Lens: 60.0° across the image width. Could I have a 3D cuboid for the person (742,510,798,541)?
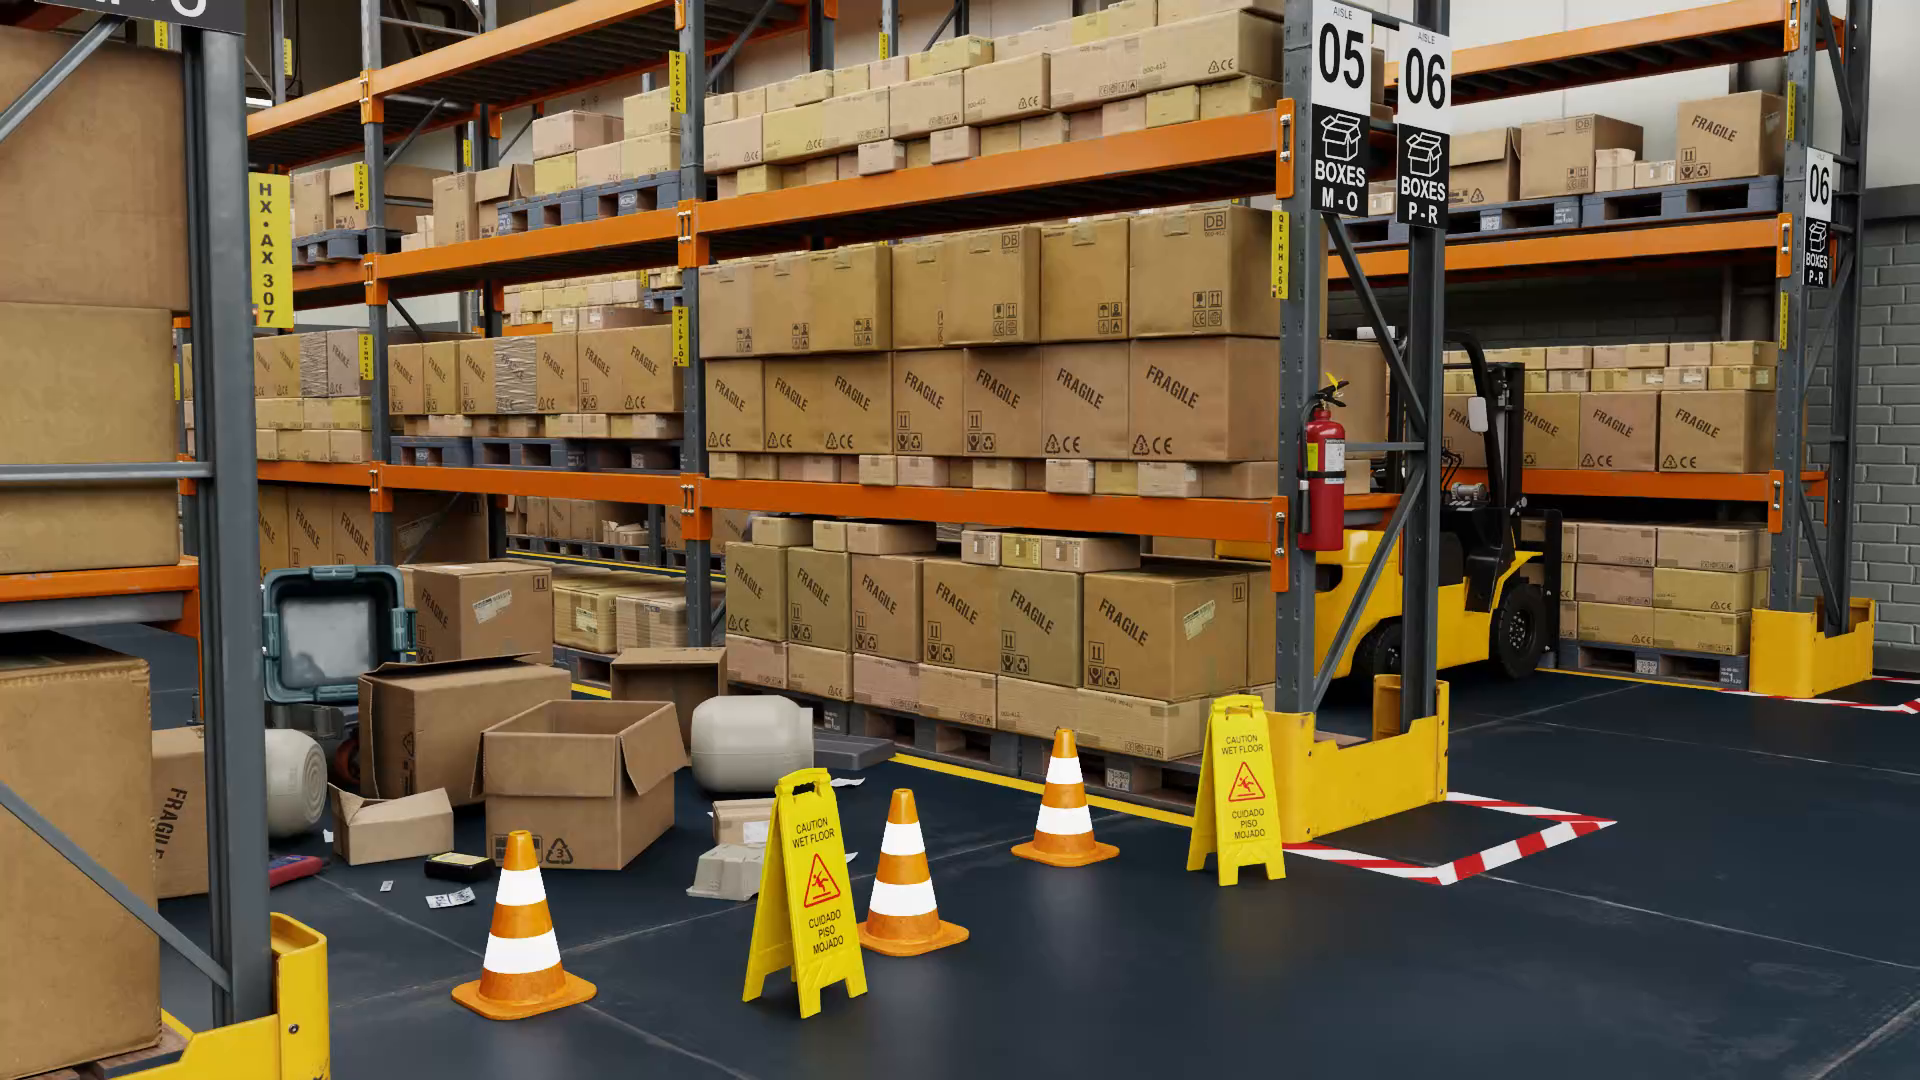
[{"bbox_3d":[-1.275,0.201,11.948,0.535,1.141,0.760,-4,6,-44],"label":"person"}]
